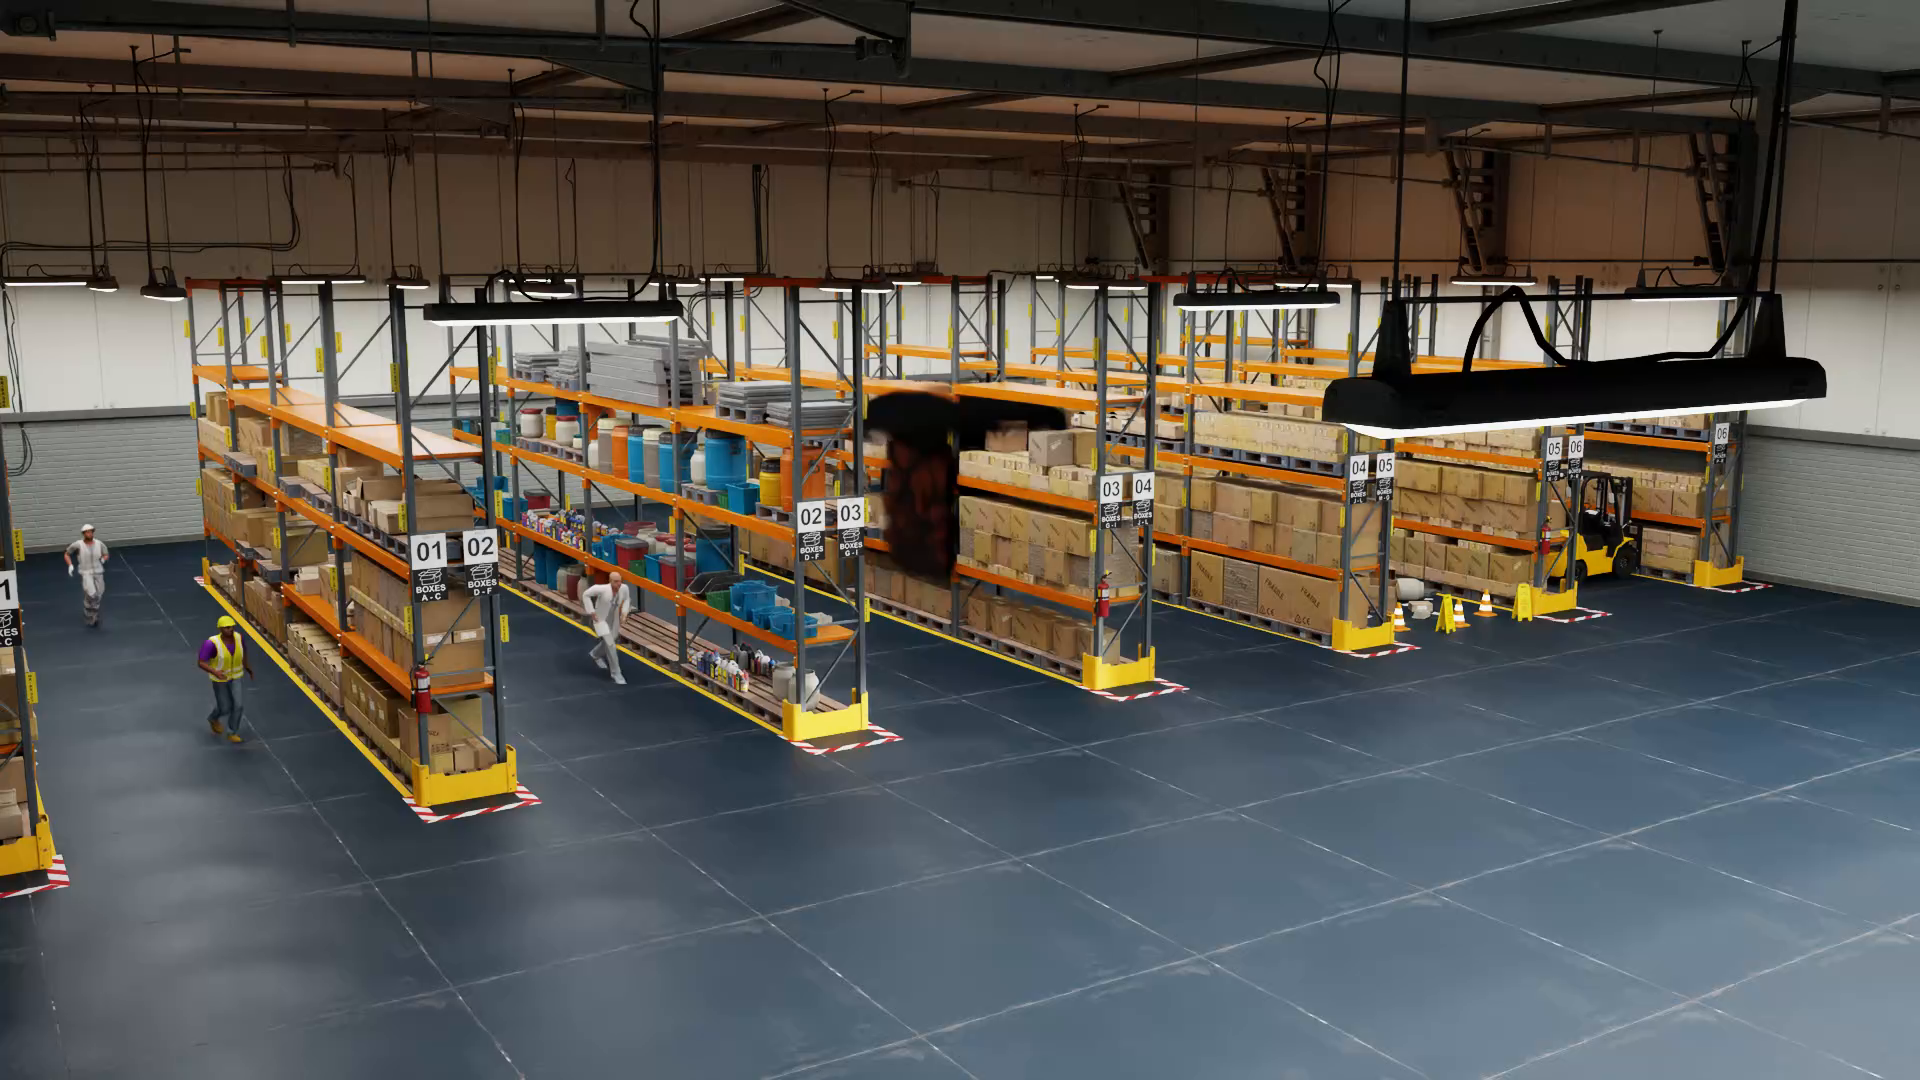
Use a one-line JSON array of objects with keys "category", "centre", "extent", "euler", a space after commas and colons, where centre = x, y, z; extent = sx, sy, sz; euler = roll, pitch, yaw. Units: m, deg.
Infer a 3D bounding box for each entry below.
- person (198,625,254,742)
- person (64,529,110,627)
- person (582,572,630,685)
[{"category": "person", "centre": [-9.773, 1.849, 22.079], "extent": [0.765, 1.667, 0.697], "euler": [9, 13, 42]}, {"category": "person", "centre": [-15.135, 0.639, 28.972], "extent": [0.700, 1.736, 0.654], "euler": [9, 13, 43]}, {"category": "person", "centre": [-5.418, 1.290, 25.354], "extent": [0.753, 1.742, 1.094], "euler": [-6, 11, -33]}]
